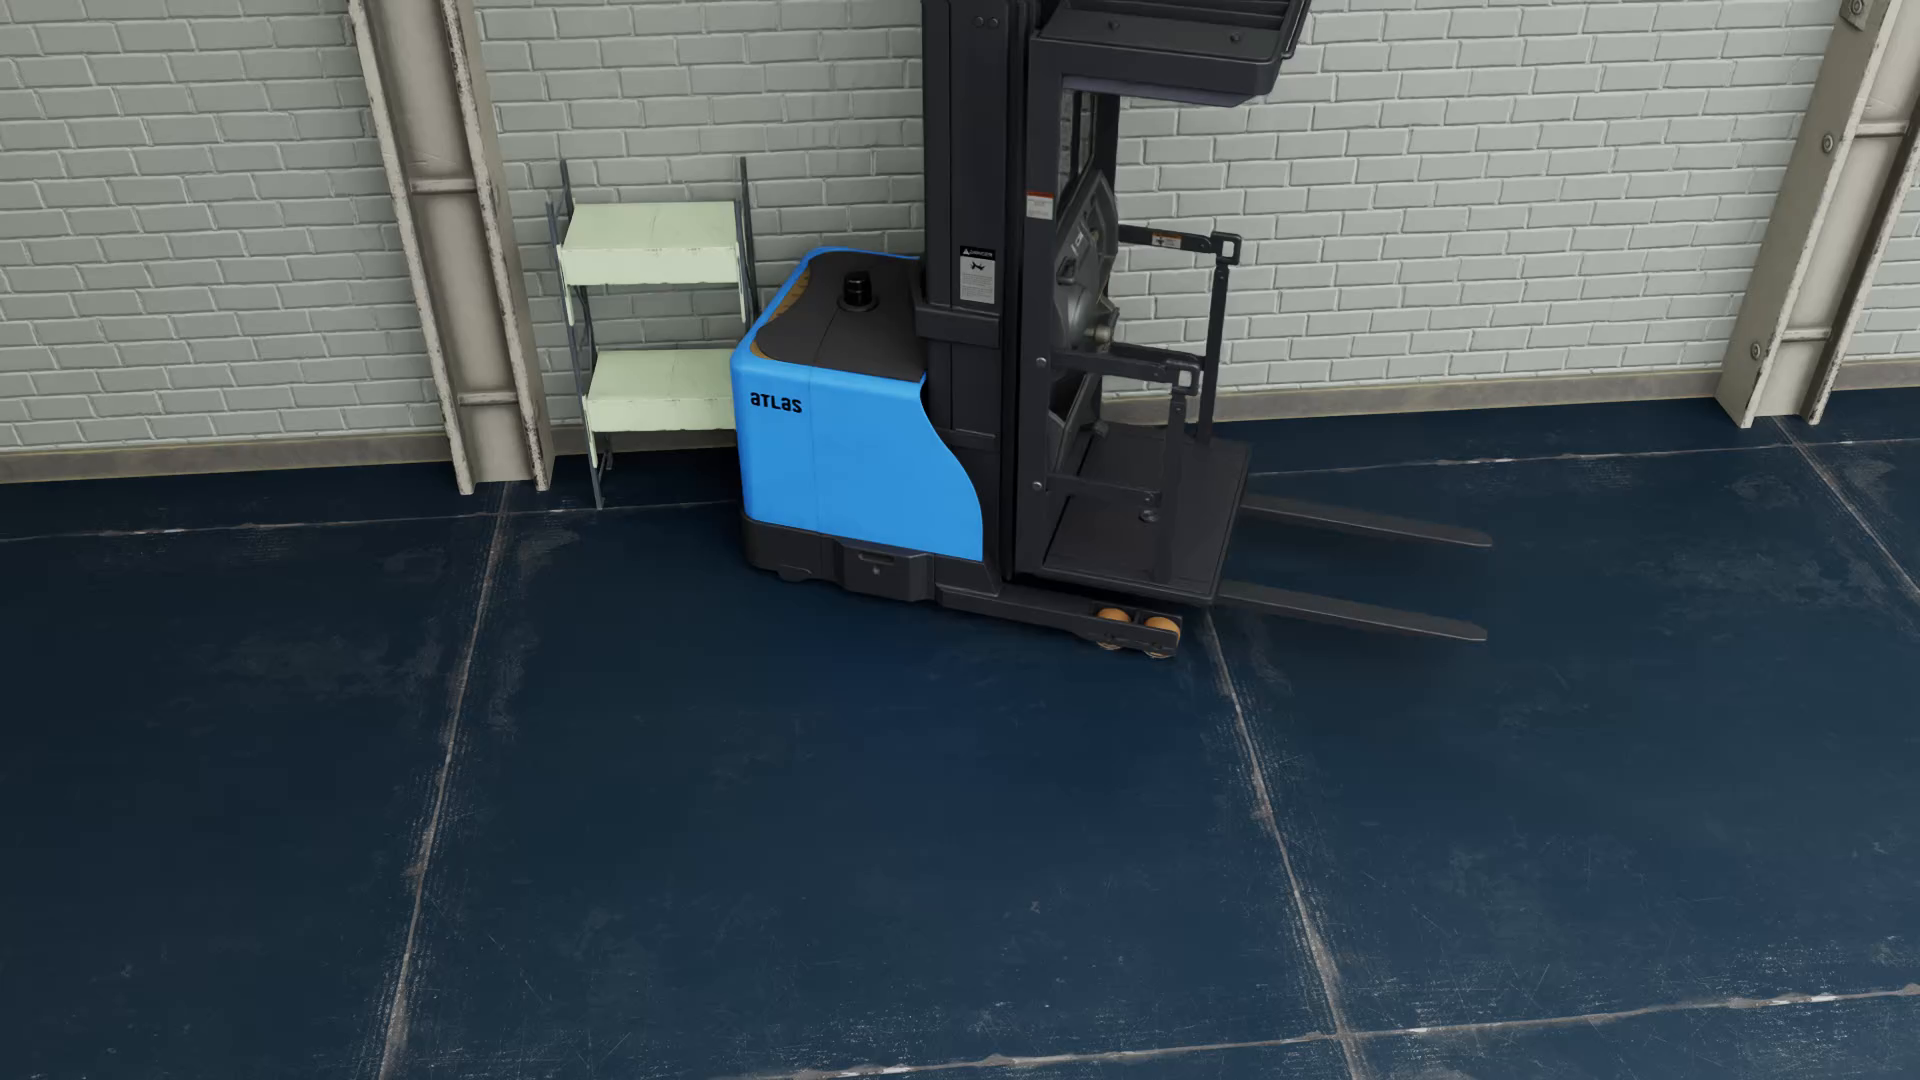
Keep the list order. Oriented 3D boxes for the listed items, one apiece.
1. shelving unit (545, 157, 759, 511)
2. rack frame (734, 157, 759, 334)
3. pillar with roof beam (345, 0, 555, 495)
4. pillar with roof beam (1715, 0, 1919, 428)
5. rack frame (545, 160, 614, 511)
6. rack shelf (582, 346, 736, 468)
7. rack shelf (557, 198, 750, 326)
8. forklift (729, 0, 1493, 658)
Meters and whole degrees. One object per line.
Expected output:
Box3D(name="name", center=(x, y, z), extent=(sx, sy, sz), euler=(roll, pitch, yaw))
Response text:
Box3D(name="shelving unit", center=(-1.249, -0.852, 7.119), extent=(0.755, 1.500, 0.431), euler=(-1, 38, -2))
Box3D(name="rack frame", center=(-0.883, -0.860, 7.129), extent=(0.023, 1.500, 0.400), euler=(-1, 38, -2))
Box3D(name="pillar with roof beam", center=(-1.694, -1.187, 1.490), extent=(0.400, 9.000, 9.100), euler=(-3, 38, -4))
Box3D(name="pillar with roof beam", center=(4.283, -1.516, 1.907), extent=(0.400, 9.000, 9.100), euler=(-3, 38, -4))
Box3D(name="rack frame", center=(-1.614, -0.843, 7.108), extent=(0.023, 1.500, 0.400), euler=(-1, 38, -2))
Box3D(name="rack shelf", center=(-1.249, -0.596, 7.321), extent=(0.720, 0.370, 0.431), euler=(-1, 38, -2))
Box3D(name="rack shelf", center=(-1.249, -1.158, 6.877), extent=(0.720, 0.370, 0.431), euler=(-1, 38, -2))
Box3D(name="forklift", center=(0.664, -1.046, 6.210), extent=(3.031, 2.935, 1.130), euler=(10, 39, 13))
